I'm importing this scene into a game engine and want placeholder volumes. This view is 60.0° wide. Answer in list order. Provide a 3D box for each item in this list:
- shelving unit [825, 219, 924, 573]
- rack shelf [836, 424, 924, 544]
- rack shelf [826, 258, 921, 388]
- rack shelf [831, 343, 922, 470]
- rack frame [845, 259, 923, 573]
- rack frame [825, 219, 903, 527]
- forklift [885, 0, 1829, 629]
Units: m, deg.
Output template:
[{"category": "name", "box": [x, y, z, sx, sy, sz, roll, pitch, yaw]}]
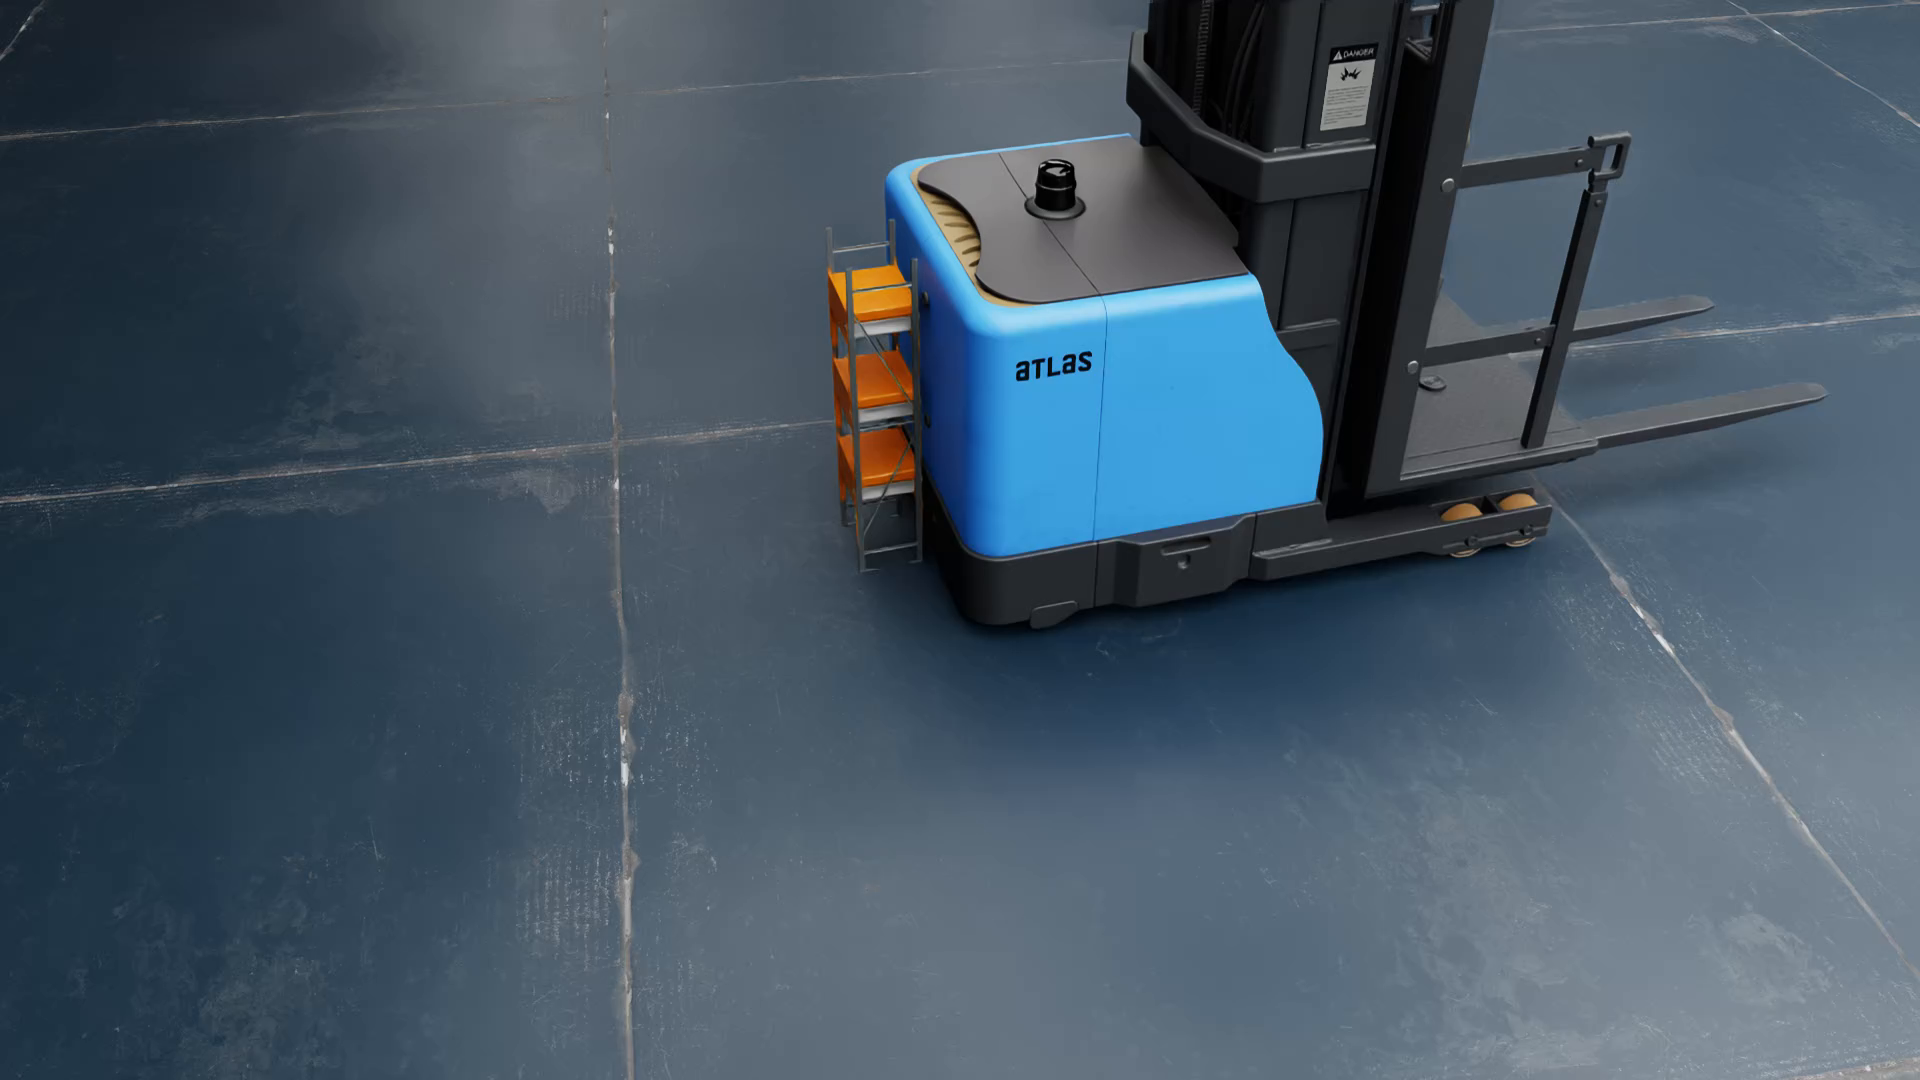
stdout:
[{"category": "shelving unit", "box": [-0.246, -0.404, 4.914, 0.215, 1.050, 0.252, -10, 39, -13]}, {"category": "rack shelf", "box": [-0.246, -0.176, 5.091, 0.215, 0.259, 0.240, -10, 39, -13]}, {"category": "rack shelf", "box": [-0.247, -0.620, 4.746, 0.215, 0.259, 0.240, -10, 39, -13]}, {"category": "rack shelf", "box": [-0.246, -0.396, 4.921, 0.215, 0.259, 0.240, -10, 39, -13]}, {"category": "rack frame", "box": [-0.212, -0.332, 4.822, 0.200, 1.050, 0.008, -10, 39, -13]}, {"category": "rack frame", "box": [-0.280, -0.476, 5.007, 0.200, 1.050, 0.008, -10, 39, -13]}, {"category": "forklift", "box": [1.338, -1.405, 4.670, 3.031, 2.935, 1.130, -10, 39, -13]}]
